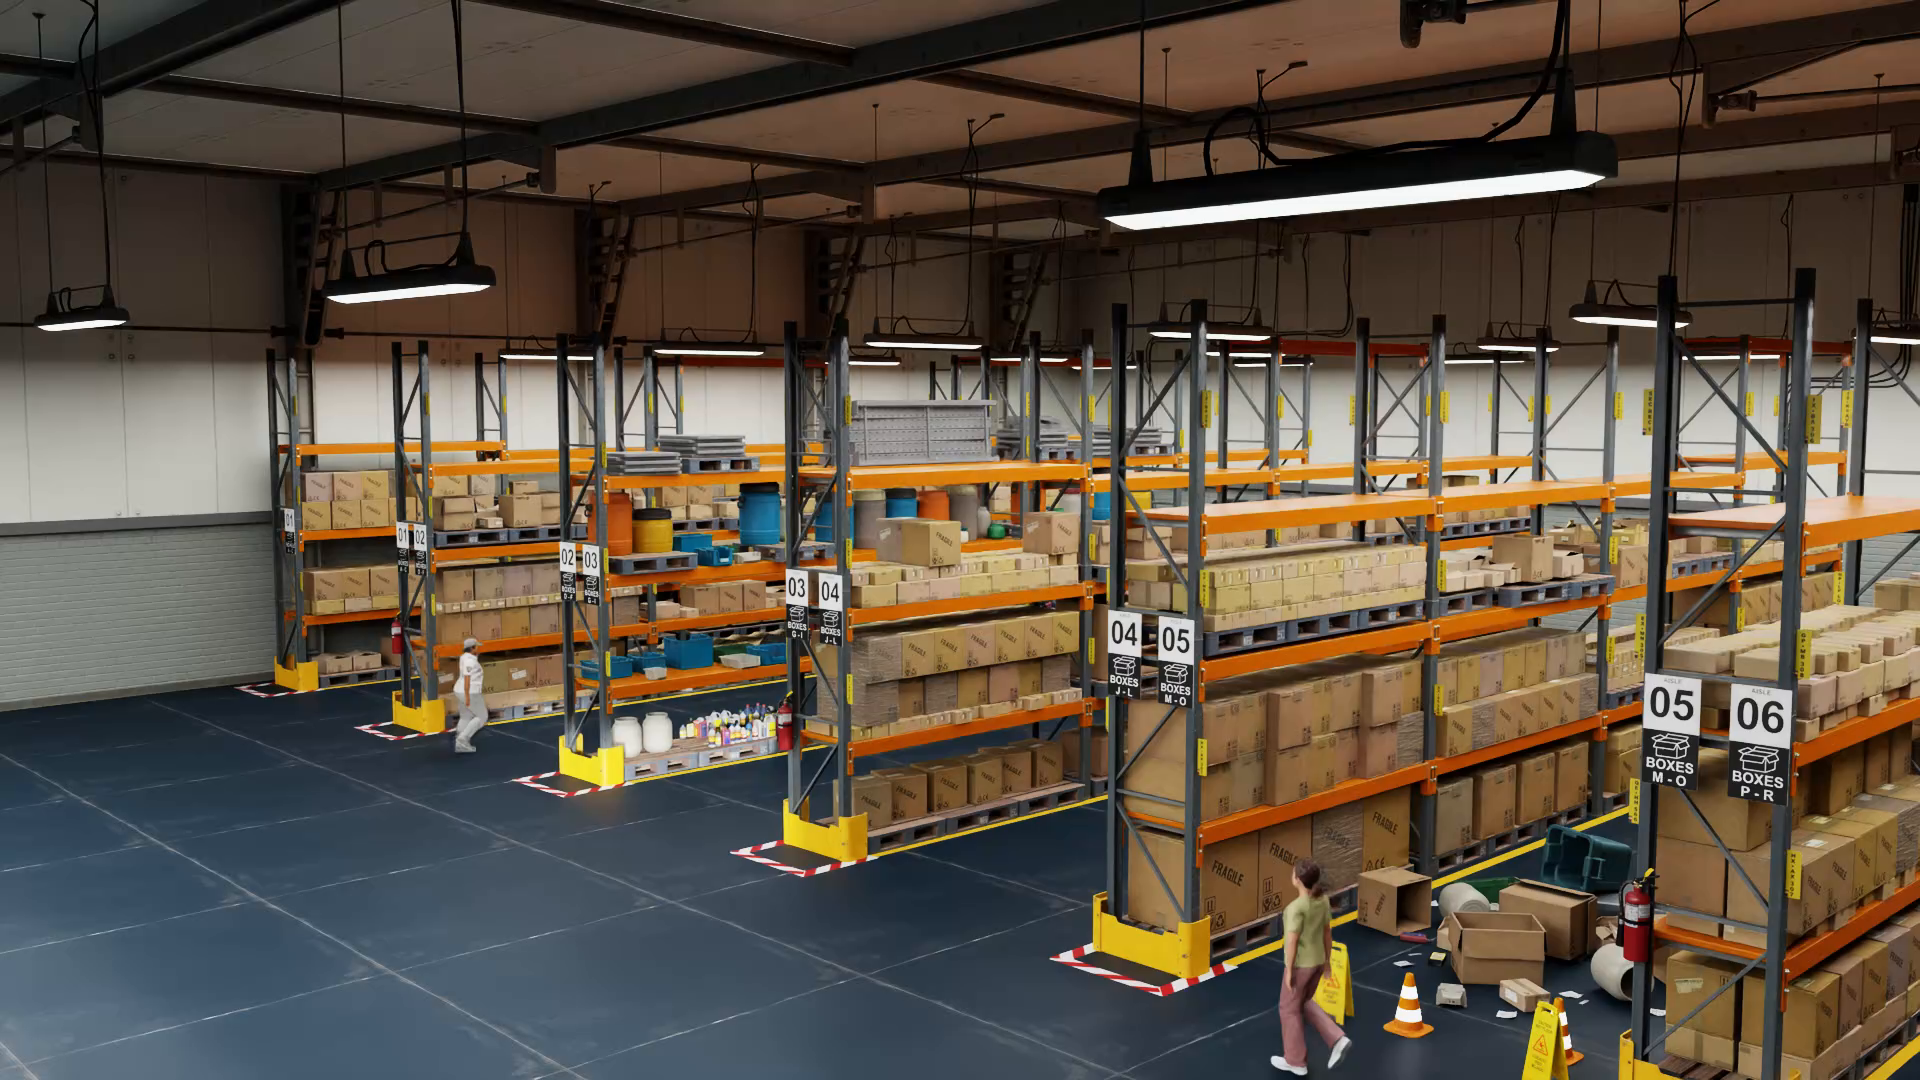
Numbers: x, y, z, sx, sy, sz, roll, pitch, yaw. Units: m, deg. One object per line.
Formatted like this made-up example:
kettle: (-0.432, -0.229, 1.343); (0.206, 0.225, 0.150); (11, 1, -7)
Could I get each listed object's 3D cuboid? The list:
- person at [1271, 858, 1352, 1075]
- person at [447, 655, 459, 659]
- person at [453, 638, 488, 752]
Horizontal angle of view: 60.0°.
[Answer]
person: (2.640, 3.246, 12.565); (0.605, 1.630, 0.454); (4, 7, 42)
person: (-9.086, 1.706, 30.055); (0.526, 1.728, 0.564); (-3, 6, -29)
person: (-7.129, 2.249, 24.115); (0.484, 1.653, 0.544); (-3, 6, -33)
